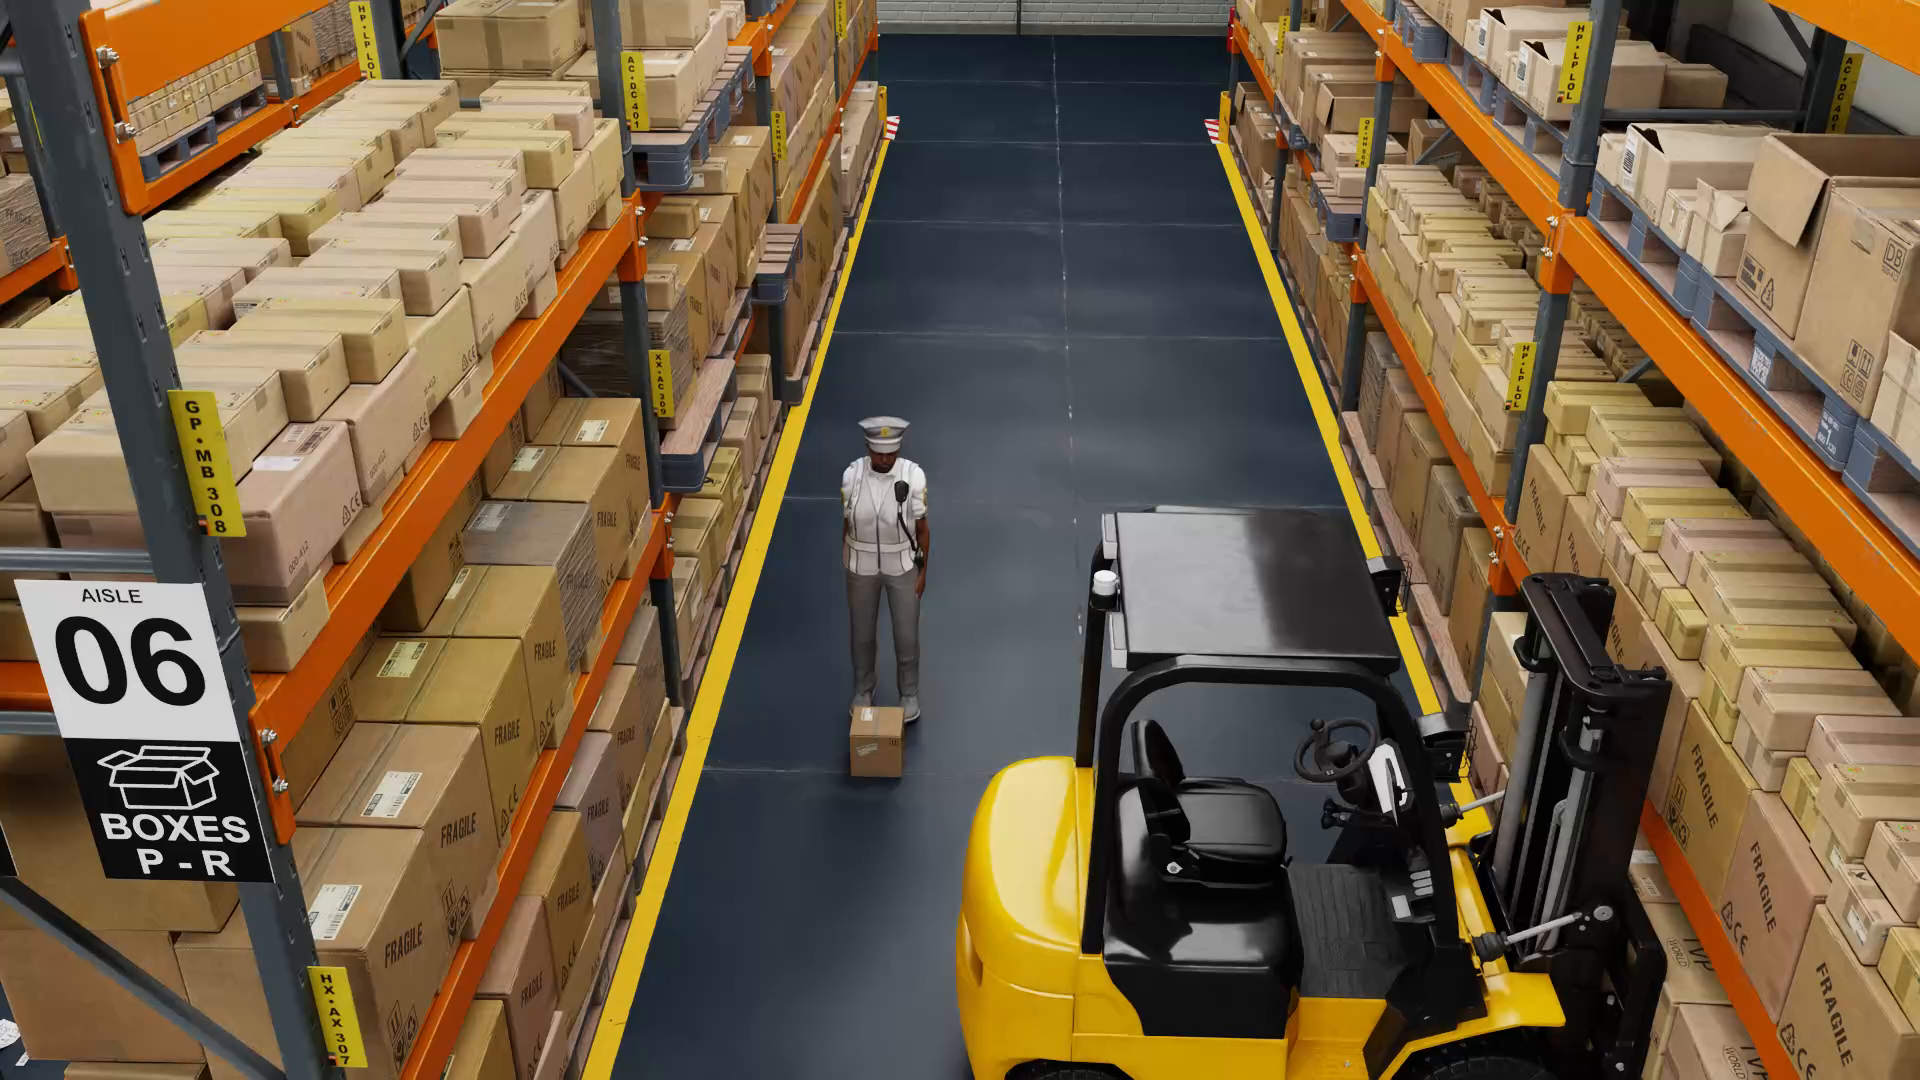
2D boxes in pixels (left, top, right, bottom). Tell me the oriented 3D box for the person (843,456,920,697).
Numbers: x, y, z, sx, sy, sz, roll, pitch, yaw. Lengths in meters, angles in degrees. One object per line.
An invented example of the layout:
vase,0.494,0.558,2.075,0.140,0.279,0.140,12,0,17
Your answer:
person,-0.390,0.222,8.384,0.387,1.350,0.324,2,28,3
